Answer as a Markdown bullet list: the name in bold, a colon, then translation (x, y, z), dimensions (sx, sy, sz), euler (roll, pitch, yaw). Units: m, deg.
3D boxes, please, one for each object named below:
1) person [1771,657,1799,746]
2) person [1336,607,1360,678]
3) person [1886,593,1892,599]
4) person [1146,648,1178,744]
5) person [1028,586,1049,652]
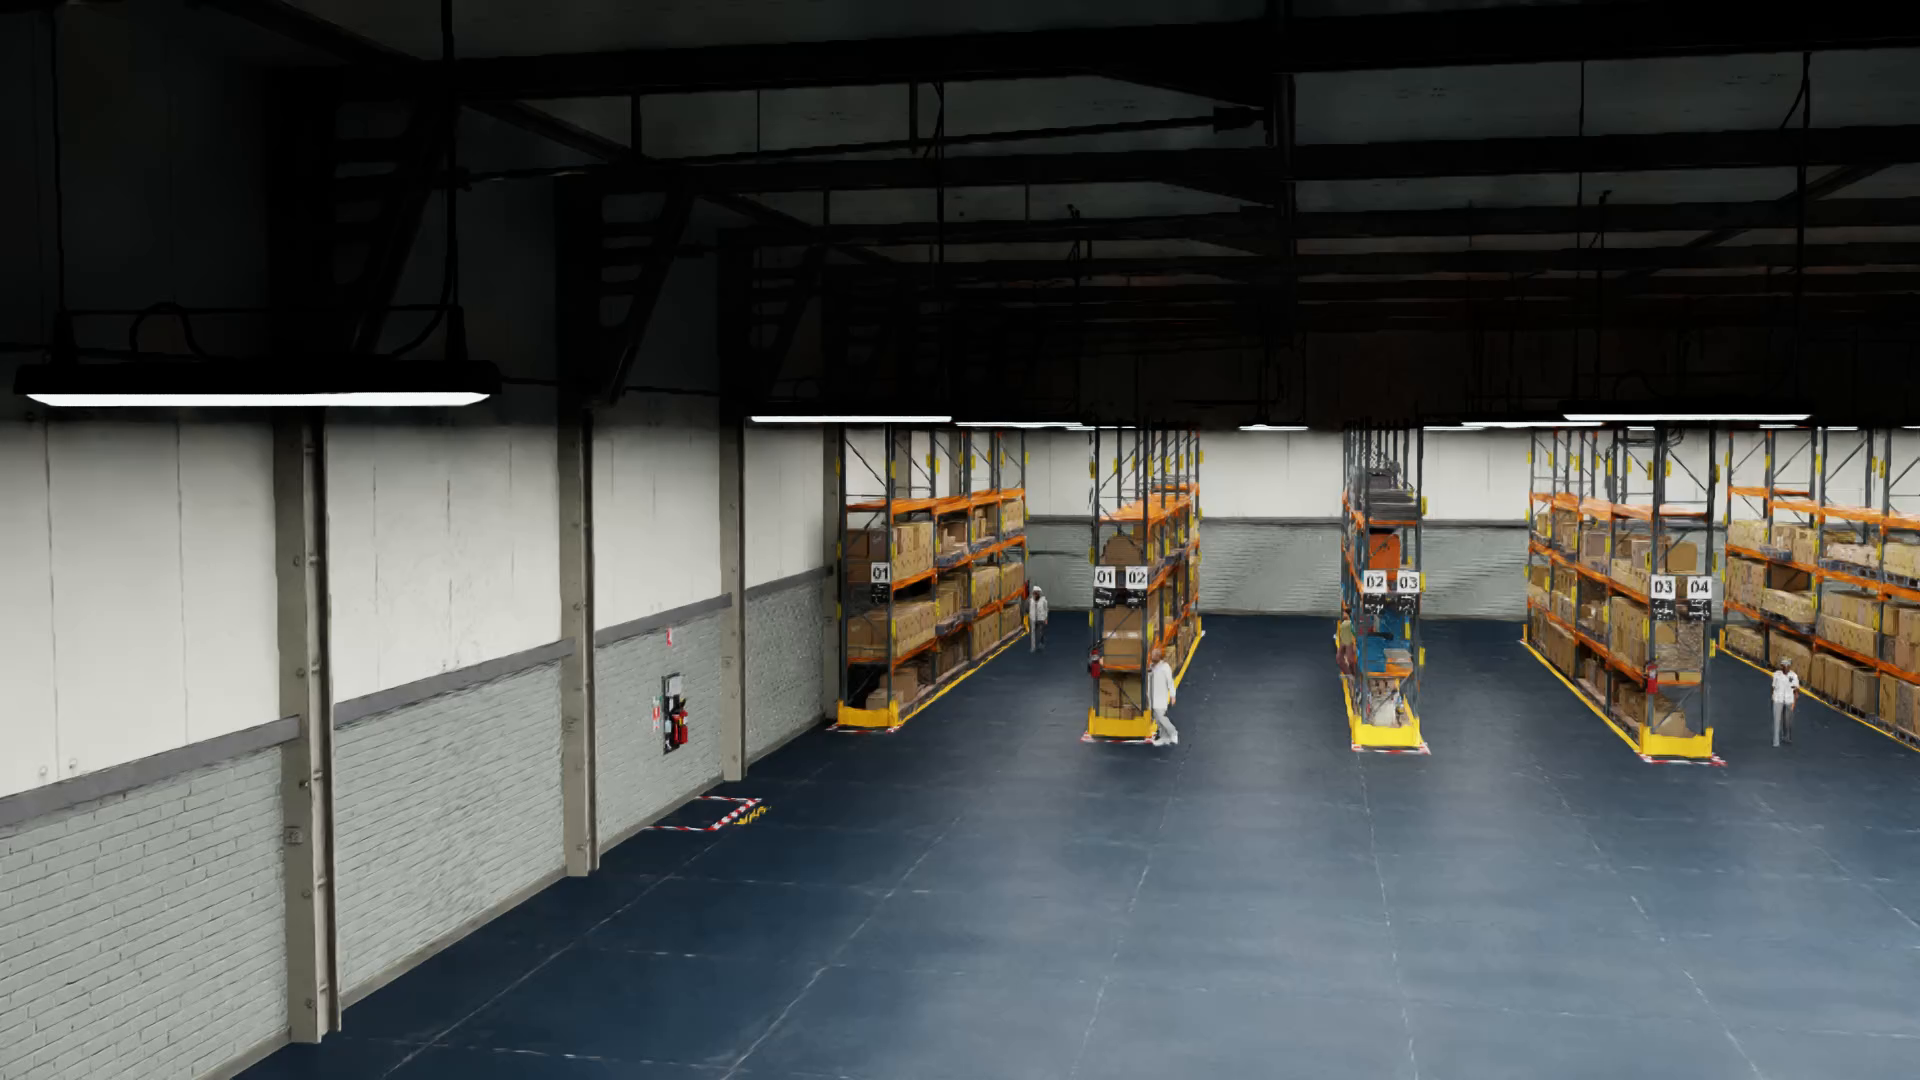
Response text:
- **person**: translation (15.049, 2.925, 30.340), dimensions (0.443, 1.621, 1.001), euler (1, 4, 21)
- **person**: translation (8.753, 2.305, 37.390), dimensions (0.471, 1.590, 0.521), euler (-2, 4, -26)
- **person**: translation (23.997, 2.083, 43.214), dimensions (0.615, 1.666, 0.576), euler (0, 4, -6)
- **person**: translation (3.694, 2.948, 30.419), dimensions (0.542, 1.560, 0.720), euler (-2, 4, -30)
- **person**: translation (2.043, 2.045, 43.429), dimensions (0.553, 1.725, 1.030), euler (1, 4, 10)
